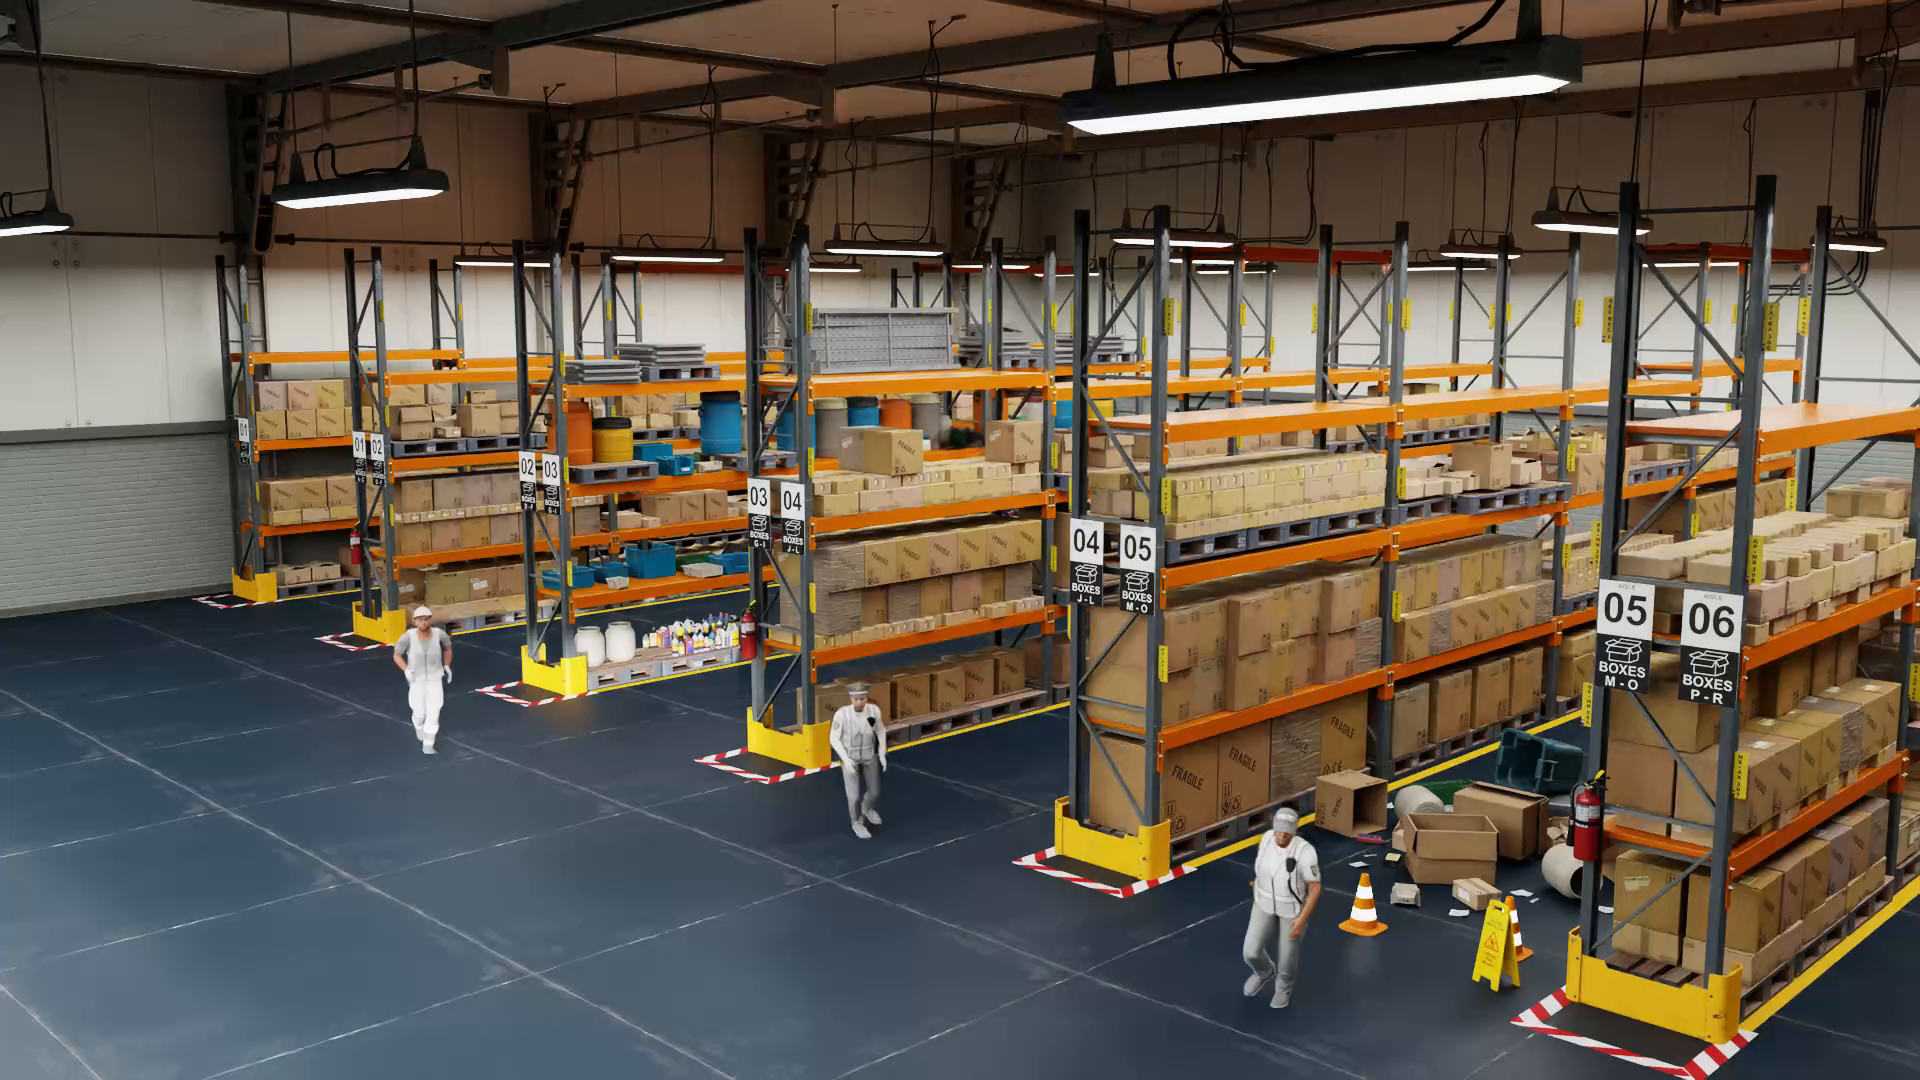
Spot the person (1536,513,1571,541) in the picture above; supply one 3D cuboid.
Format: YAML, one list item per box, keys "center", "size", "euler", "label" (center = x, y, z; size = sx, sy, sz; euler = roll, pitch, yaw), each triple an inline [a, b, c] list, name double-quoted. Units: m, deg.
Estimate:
- center: [10.636, 0.103, 29.860]
  size: [0.545, 1.715, 0.855]
  euler: [5, 9, 31]
  label: "person"

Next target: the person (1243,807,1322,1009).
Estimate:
- center: [2.346, 2.678, 12.093]
  size: [0.619, 1.610, 0.674]
  euler: [4, 9, 28]
  label: "person"

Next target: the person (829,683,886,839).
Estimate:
- center: [-1.001, 2.111, 16.152]
  size: [0.574, 1.608, 0.728]
  euler: [-2, 8, -14]
  label: "person"

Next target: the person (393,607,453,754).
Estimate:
- center: [-6.215, 1.600, 19.287]
  size: [0.656, 1.733, 0.709]
  euler: [-3, 9, -22]
  label: "person"
